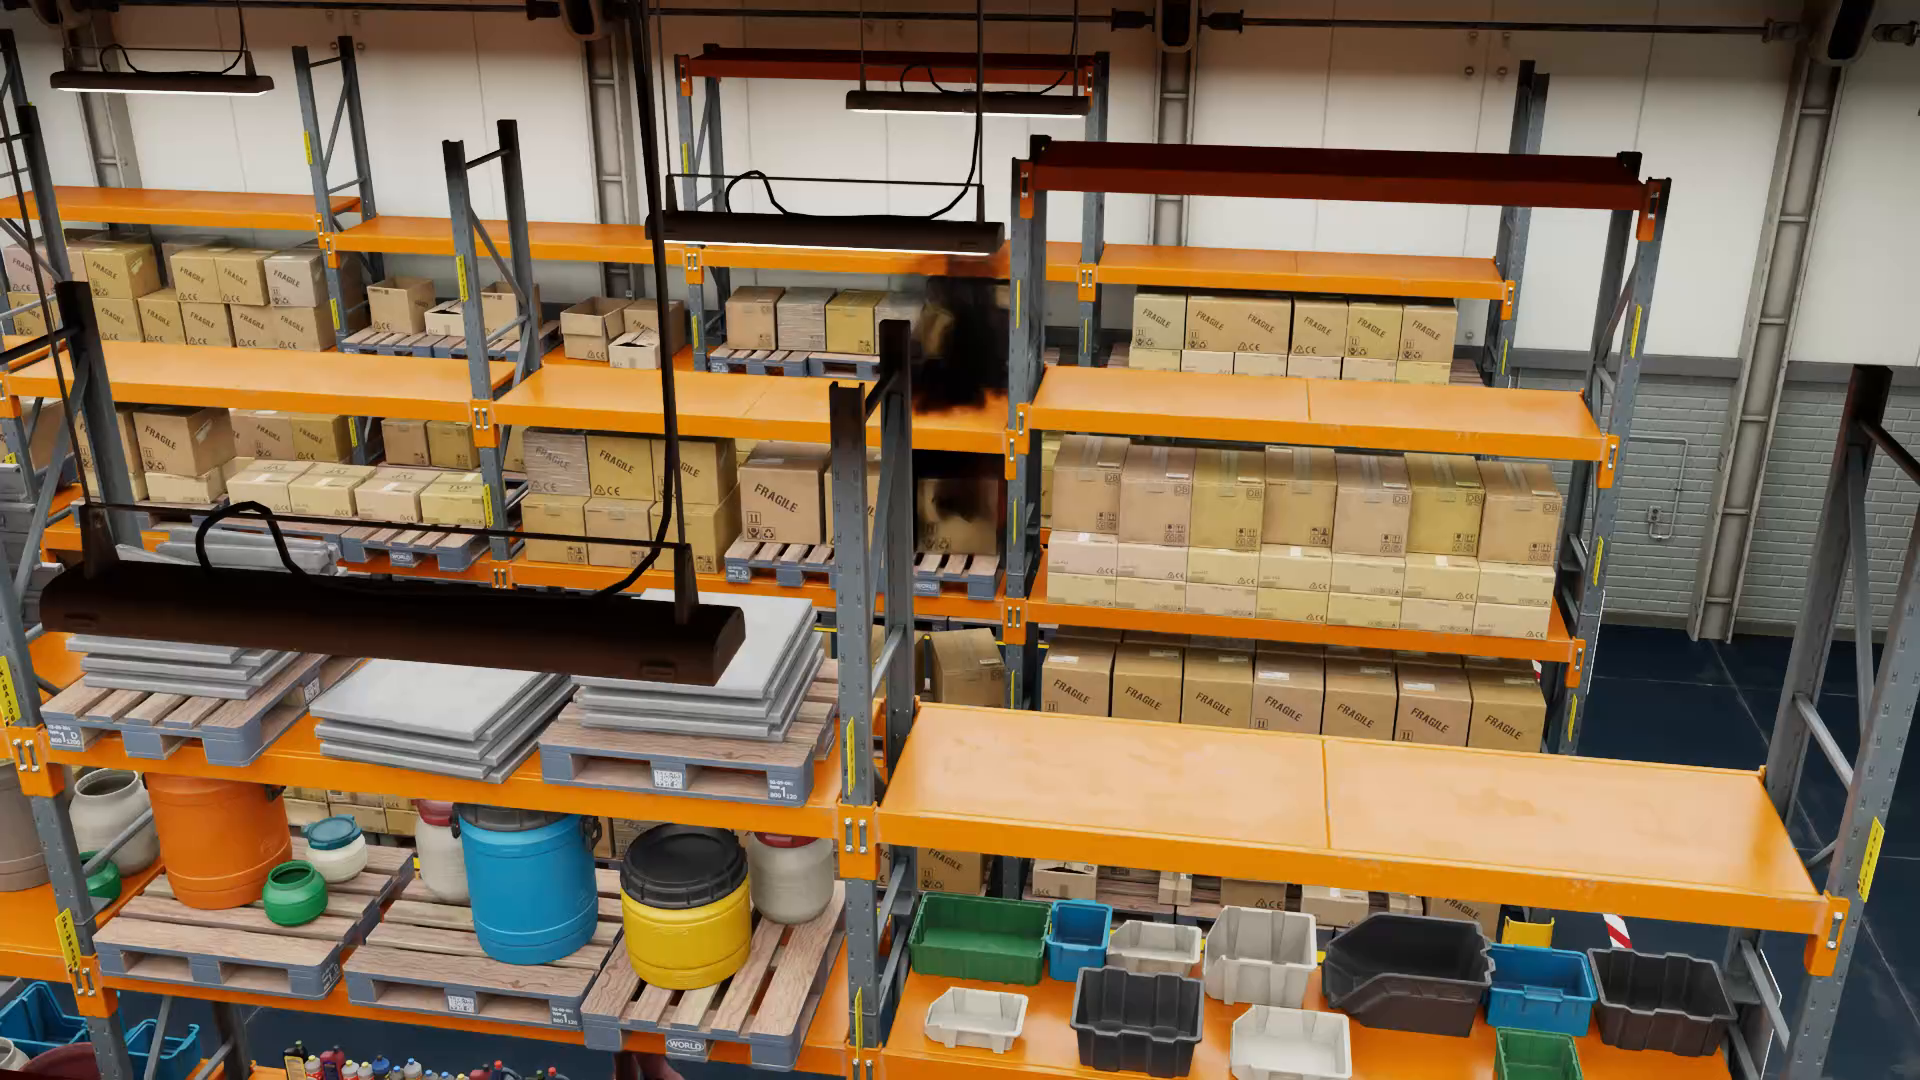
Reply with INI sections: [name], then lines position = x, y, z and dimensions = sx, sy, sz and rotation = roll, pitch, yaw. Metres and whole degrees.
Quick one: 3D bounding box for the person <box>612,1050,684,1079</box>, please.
[person]
position = -2.038, 3.142, 10.793
dimensions = 0.840, 1.710, 0.554
rotation = 3, 23, 7
